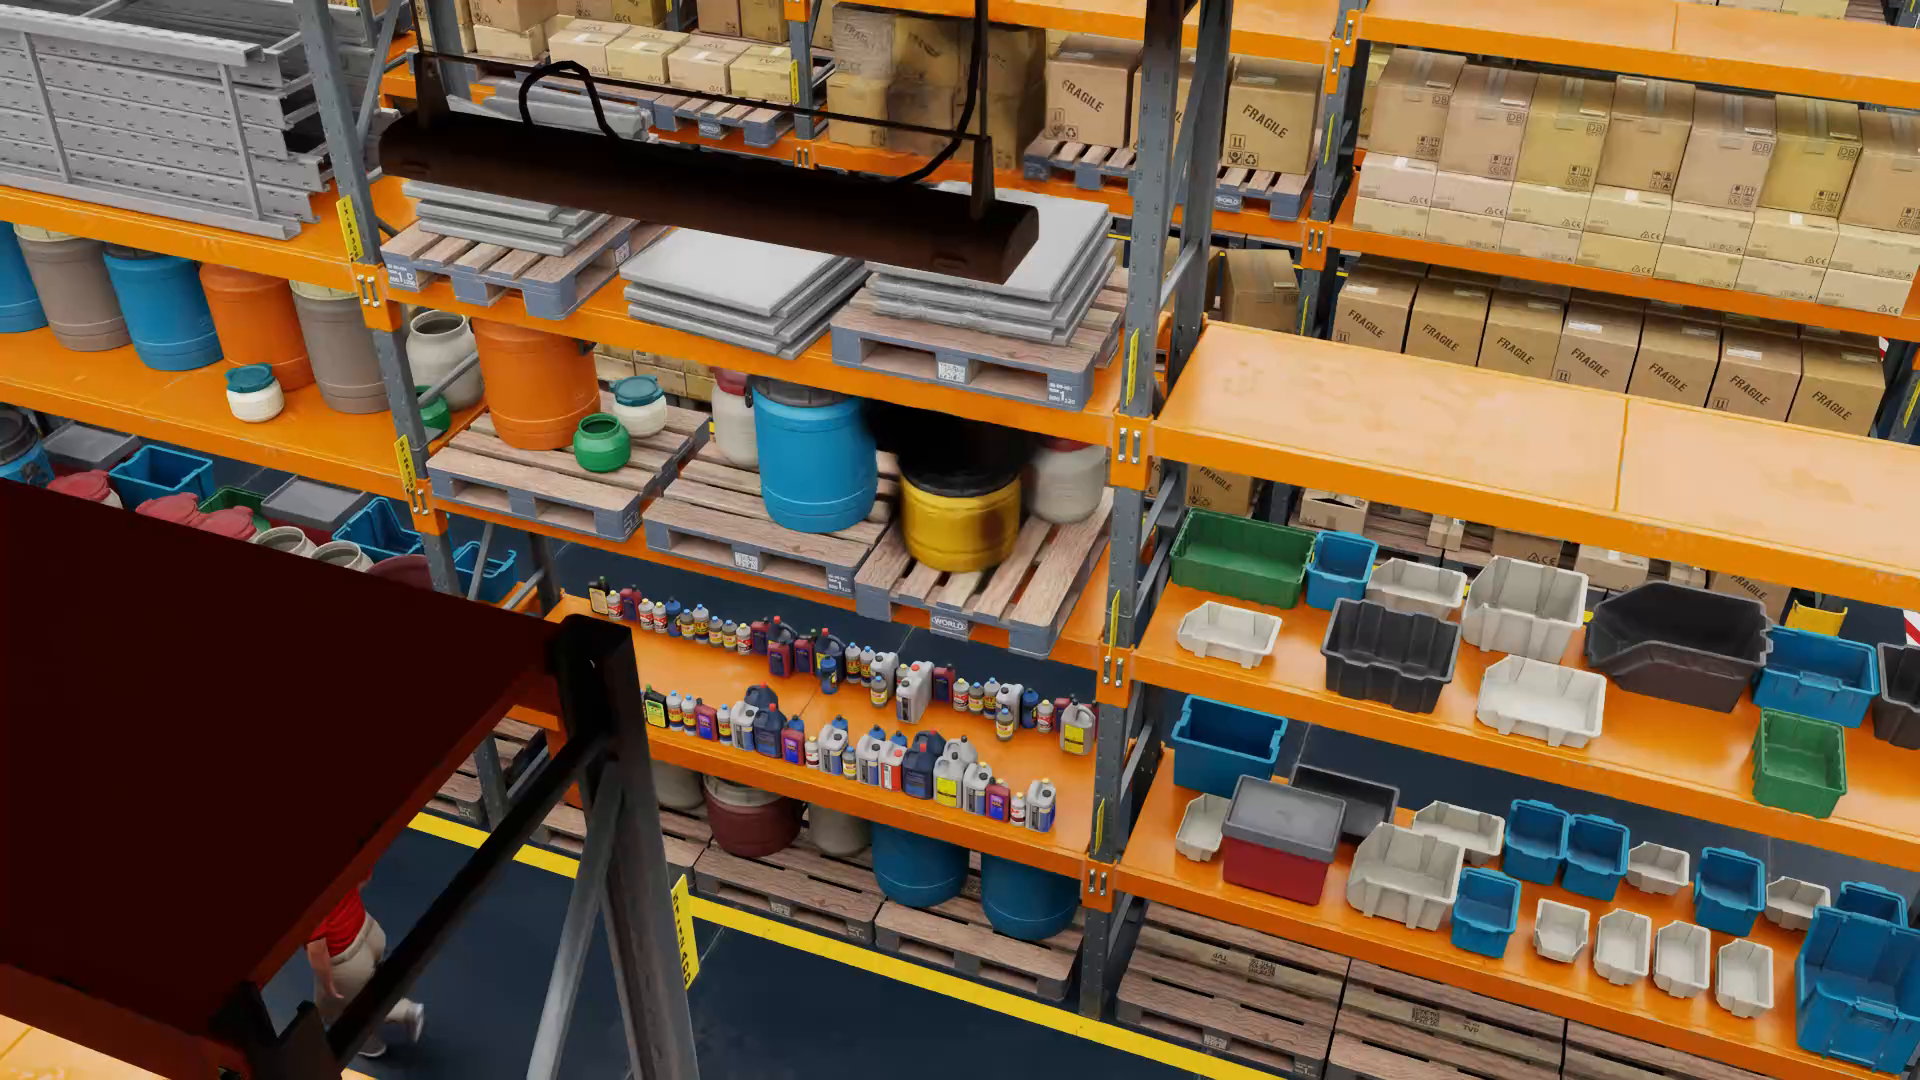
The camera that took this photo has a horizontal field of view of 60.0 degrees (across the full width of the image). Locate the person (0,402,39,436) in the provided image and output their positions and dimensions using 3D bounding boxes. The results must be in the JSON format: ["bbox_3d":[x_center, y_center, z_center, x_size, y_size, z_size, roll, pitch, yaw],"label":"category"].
[{"bbox_3d":[-8.005,-1.292,13.803,0.687,1.481,0.684,13,38,17],"label":"person"}]

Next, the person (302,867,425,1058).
[{"bbox_3d":[-3.302,2.237,9.001,0.695,1.691,0.698,5,37,7],"label":"person"}]
